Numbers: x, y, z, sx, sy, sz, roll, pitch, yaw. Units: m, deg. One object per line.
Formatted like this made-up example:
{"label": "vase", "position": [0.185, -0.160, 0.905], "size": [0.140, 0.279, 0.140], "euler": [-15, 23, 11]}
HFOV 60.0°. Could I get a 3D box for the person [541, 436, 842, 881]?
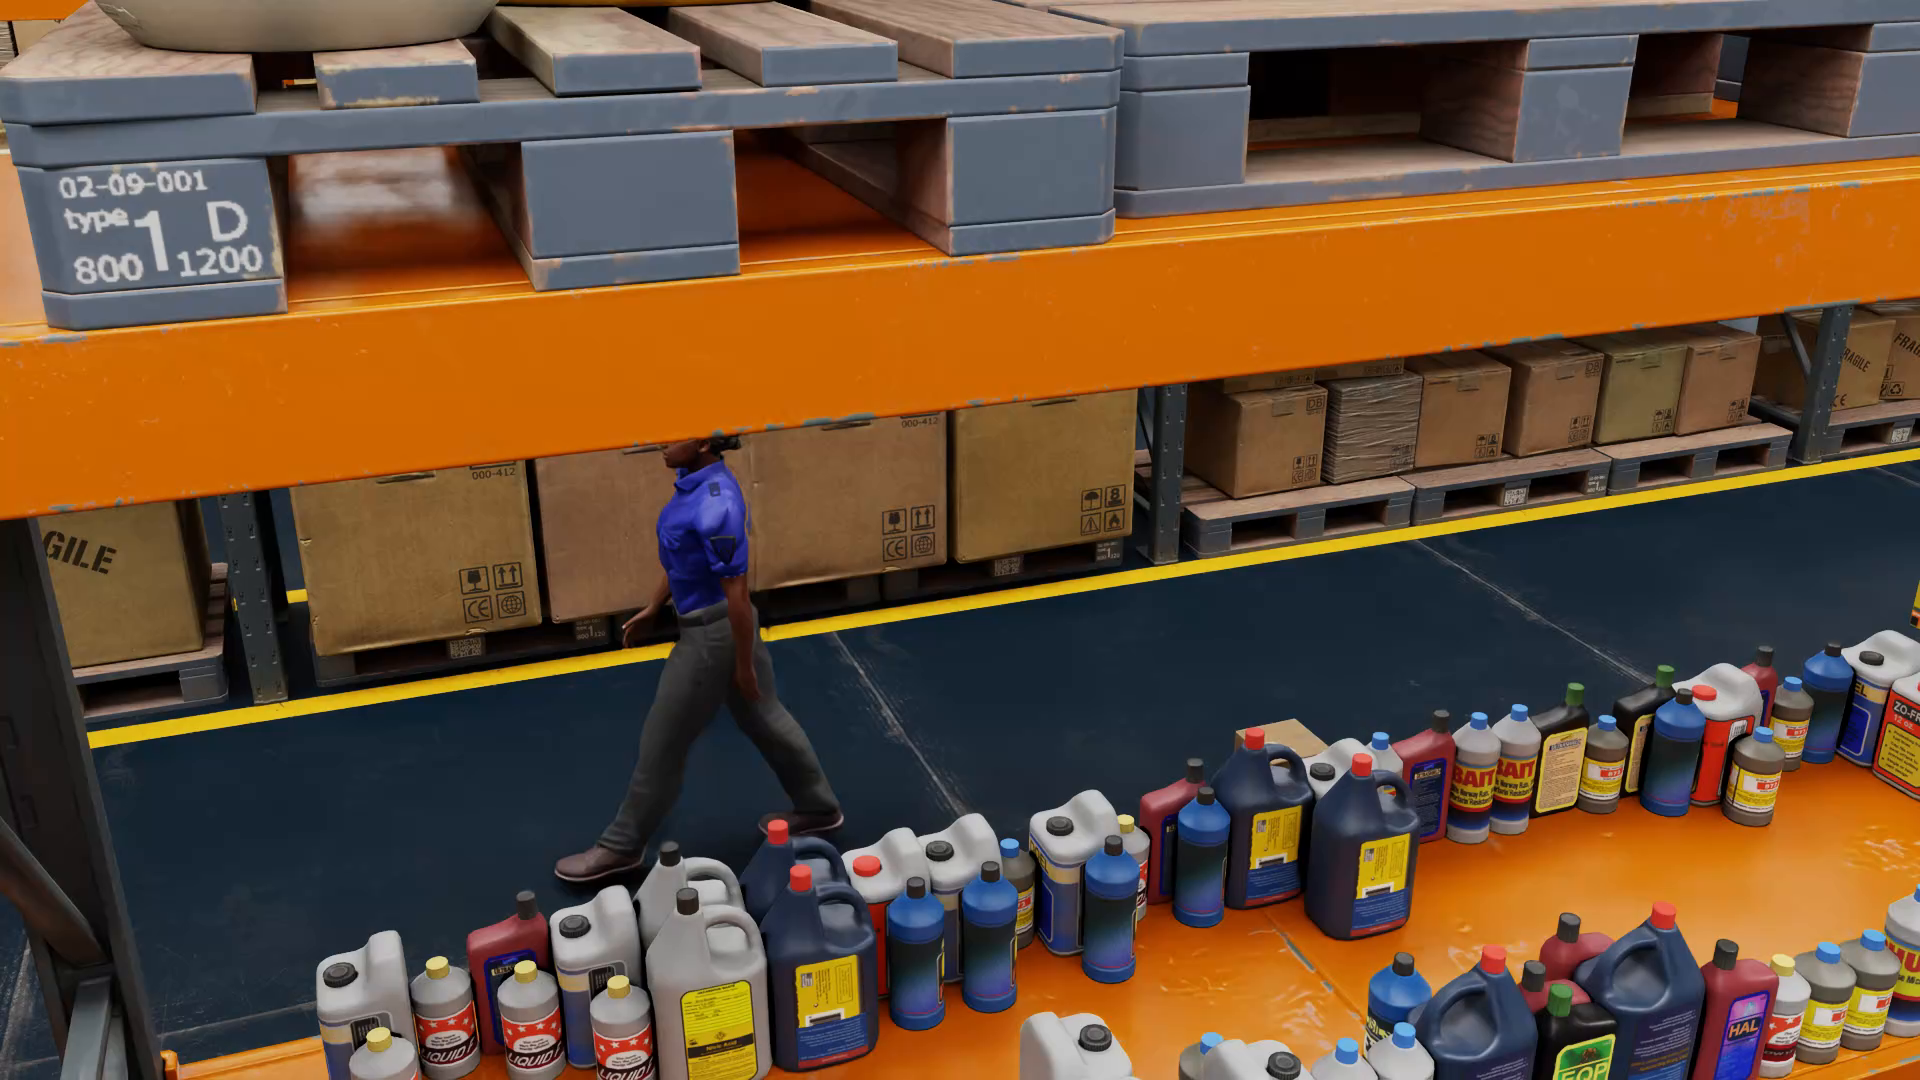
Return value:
{"label": "person", "position": [-0.897, 0.304, 5.335], "size": [1.002, 1.595, 0.459], "euler": [-3, 23, -7]}
